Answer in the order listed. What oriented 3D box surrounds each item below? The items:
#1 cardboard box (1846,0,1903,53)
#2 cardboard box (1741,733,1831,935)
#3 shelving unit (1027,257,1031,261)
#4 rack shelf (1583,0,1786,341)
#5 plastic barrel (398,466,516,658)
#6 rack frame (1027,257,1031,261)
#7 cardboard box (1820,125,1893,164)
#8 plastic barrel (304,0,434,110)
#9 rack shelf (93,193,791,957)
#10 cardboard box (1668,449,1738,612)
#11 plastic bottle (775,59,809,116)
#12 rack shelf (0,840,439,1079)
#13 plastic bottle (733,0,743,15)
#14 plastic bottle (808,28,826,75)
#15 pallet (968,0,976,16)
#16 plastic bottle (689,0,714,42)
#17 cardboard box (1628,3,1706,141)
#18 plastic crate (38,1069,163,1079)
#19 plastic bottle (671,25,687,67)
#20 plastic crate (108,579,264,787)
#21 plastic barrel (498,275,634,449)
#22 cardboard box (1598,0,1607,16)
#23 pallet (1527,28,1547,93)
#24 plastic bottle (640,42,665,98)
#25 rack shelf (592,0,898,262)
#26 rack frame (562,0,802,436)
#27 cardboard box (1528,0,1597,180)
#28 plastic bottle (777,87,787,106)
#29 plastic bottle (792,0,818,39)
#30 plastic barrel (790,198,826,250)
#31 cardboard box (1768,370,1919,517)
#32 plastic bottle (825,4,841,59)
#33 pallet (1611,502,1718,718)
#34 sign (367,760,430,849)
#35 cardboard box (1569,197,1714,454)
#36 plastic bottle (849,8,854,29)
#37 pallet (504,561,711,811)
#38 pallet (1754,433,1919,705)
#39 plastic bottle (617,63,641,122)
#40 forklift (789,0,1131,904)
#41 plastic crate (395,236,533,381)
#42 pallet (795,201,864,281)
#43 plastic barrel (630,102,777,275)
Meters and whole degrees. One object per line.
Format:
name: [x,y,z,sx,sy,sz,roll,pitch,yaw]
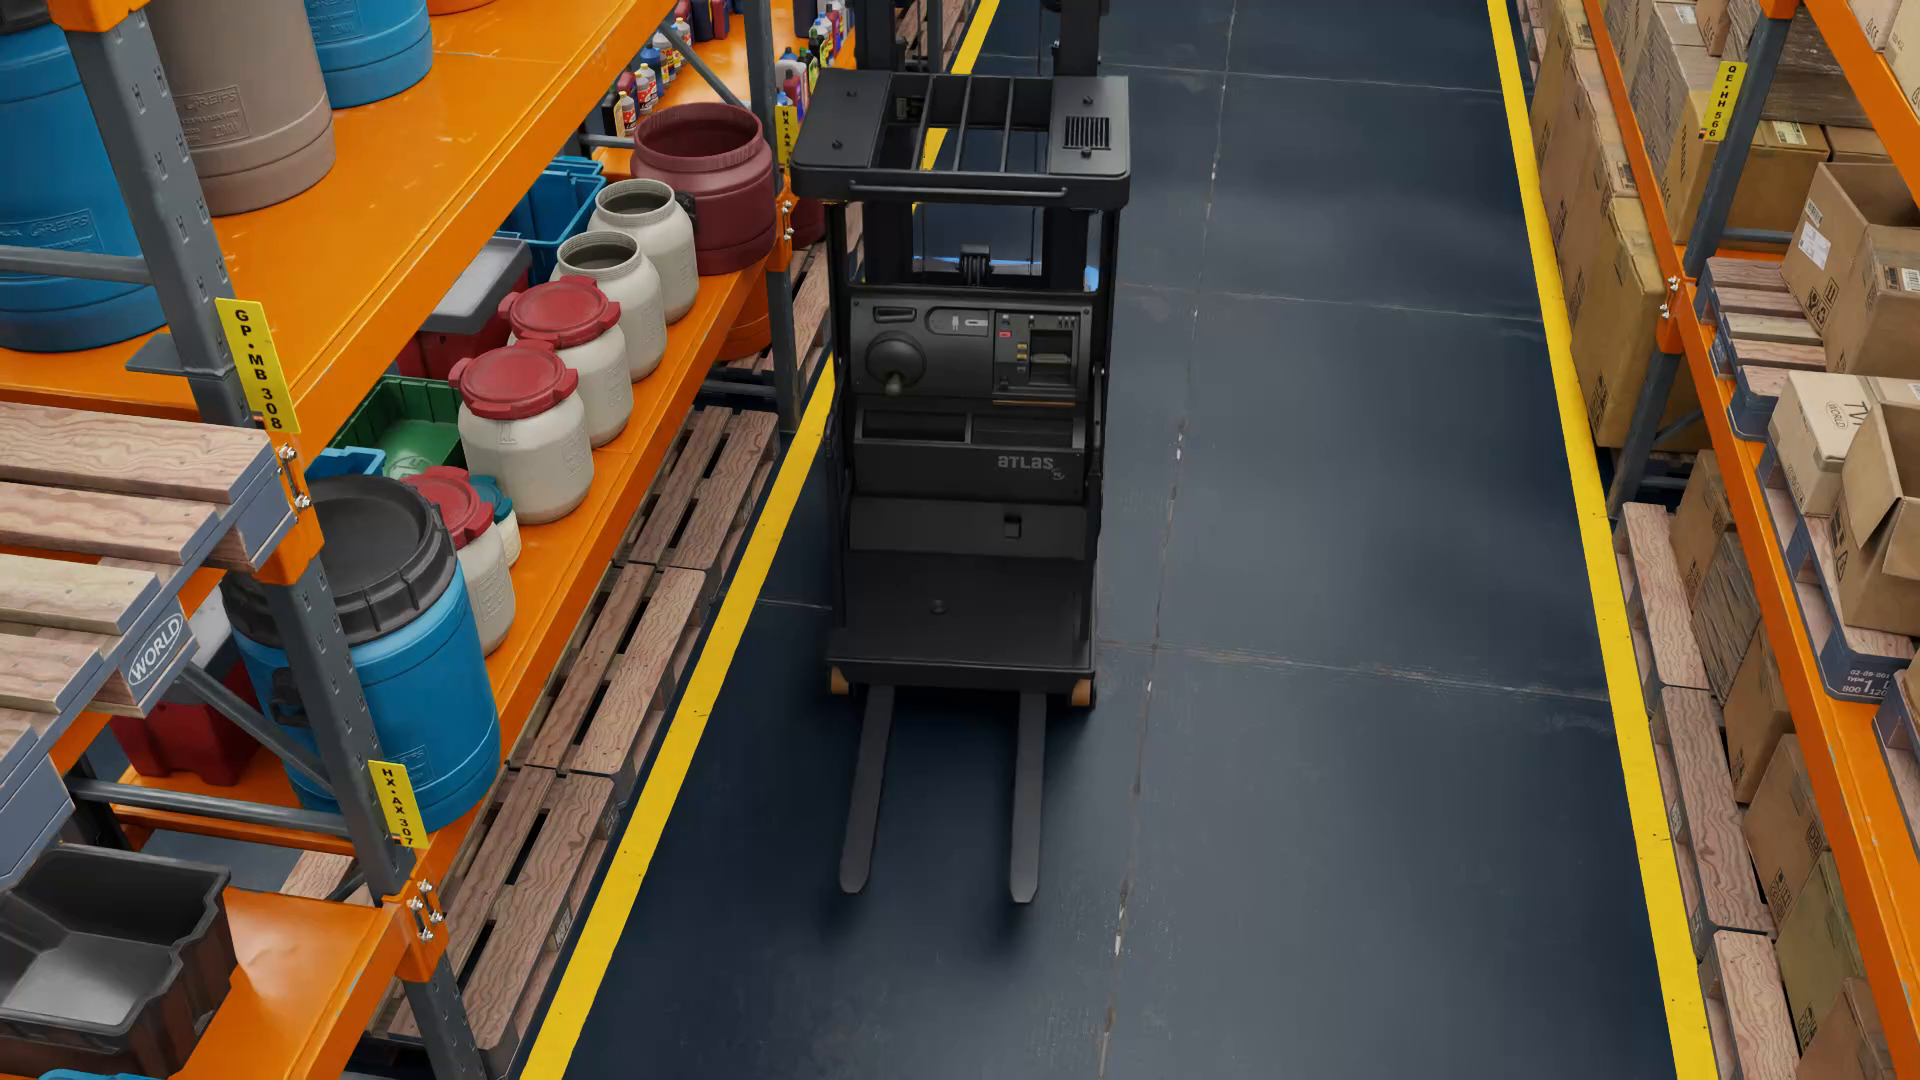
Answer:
cardboard box: [3.146,-1.741,5.265,0.500,0.250,0.500,7,40,9]
cardboard box: [3.200,1.041,5.753,0.700,0.500,0.500,3,40,4]
shelving unit: [0.184,-0.951,8.182,0.258,0.900,0.210,11,36,13]
rack shelf: [3.914,-2.209,8.633,1.077,0.370,4.000,6,40,8]
plastic barrel: [-1.621,0.104,5.163,0.433,0.535,0.433,0,40,0]
rack frame: [0.215,-1.006,8.262,0.240,0.900,0.006,11,36,13]
cardboard box: [3.920,-1.545,7.186,0.500,0.500,0.500,8,40,9]
plastic barrel: [-1.902,-1.781,4.802,0.600,0.901,0.708,6,40,8]
rack shelf: [-1.657,-0.245,6.257,1.077,0.370,4.000,6,40,8]
cardboard box: [3.471,-0.015,7.031,0.700,0.500,0.500,4,40,5]
plastic bottle: [-0.837,-2.256,8.222,0.152,0.276,0.135,6,40,8]
rack shelf: [-2.349,2.265,3.221,1.077,0.370,4.000,6,40,8]
plastic bottle: [-1.213,-3.055,9.193,0.097,0.271,0.097,0,40,0]
plastic bottle: [-0.729,-2.483,8.491,0.061,0.283,0.133,6,40,8]
pallet: [-0.321,-4.447,12.963,1.003,0.211,1.213,6,40,8]
plastic bottle: [-1.395,-2.872,8.909,0.144,0.351,0.185,6,40,8]
cardboard box: [3.588,-2.246,8.034,0.500,0.500,0.500,5,40,6]
plastic crate: [-1.927,1.514,3.681,0.499,0.251,0.616,6,40,8]
plastic bottle: [-1.482,-2.584,8.677,0.097,0.201,0.097,0,40,0]
plastic crate: [-2.220,0.370,4.898,0.402,0.464,0.583,6,40,8]
plastic barrel: [-1.420,-0.628,6.049,0.433,0.535,0.433,0,40,0]
cardboard box: [3.848,-3.204,9.192,0.500,0.500,0.500,6,40,8]
pallet: [4.468,-3.136,11.377,1.003,0.211,1.213,6,40,8]
plastic bottle: [-1.549,-2.366,8.359,0.097,0.271,0.097,0,40,0]
rack shelf: [-0.965,-2.756,9.293,1.077,0.370,4.000,6,40,8]
rack frame: [-1.311,-1.778,7.546,1.000,3.000,0.127,6,40,8]
cardboard box: [4.169,-2.681,9.977,1.225,0.875,0.875,7,40,8]
plastic bottle: [-0.870,-2.034,7.957,0.097,0.271,0.097,0,40,0]
plastic bottle: [-0.819,-2.897,8.939,0.144,0.351,0.185,6,40,8]
plastic barrel: [-1.047,-2.028,9.412,0.600,0.588,0.708,6,40,8]
cardboard box: [3.051,-0.309,5.558,0.500,0.250,0.500,5,40,6]
plastic bottle: [-0.673,-2.689,8.740,0.061,0.283,0.133,6,40,8]
pallet: [3.431,0.333,7.181,1.003,0.211,1.213,6,40,8]
sign: [-1.463,0.694,4.340,0.100,0.325,0.005,6,40,8]
cardboard box: [3.707,-1.005,7.950,1.225,0.875,0.875,5,40,6]
plastic bottle: [-0.646,-2.965,9.021,0.144,0.351,0.185,6,40,8]
pallet: [-1.696,0.542,6.928,1.003,0.211,1.213,6,40,8]
pallet: [3.265,0.089,5.439,1.003,0.211,1.213,6,40,8]
plastic bottle: [-1.621,-2.178,8.122,0.061,0.283,0.133,6,40,8]
forklift: [0.027,-0.658,6.246,1.130,2.935,3.031,3,40,3]
plastic crate: [-1.892,-0.822,6.340,0.402,0.464,0.583,6,40,8]
pallet: [-1.002,-1.966,9.962,1.003,0.211,1.213,6,40,8]
plastic barrel: [-1.093,-1.505,7.110,0.600,0.536,0.708,6,40,8]
